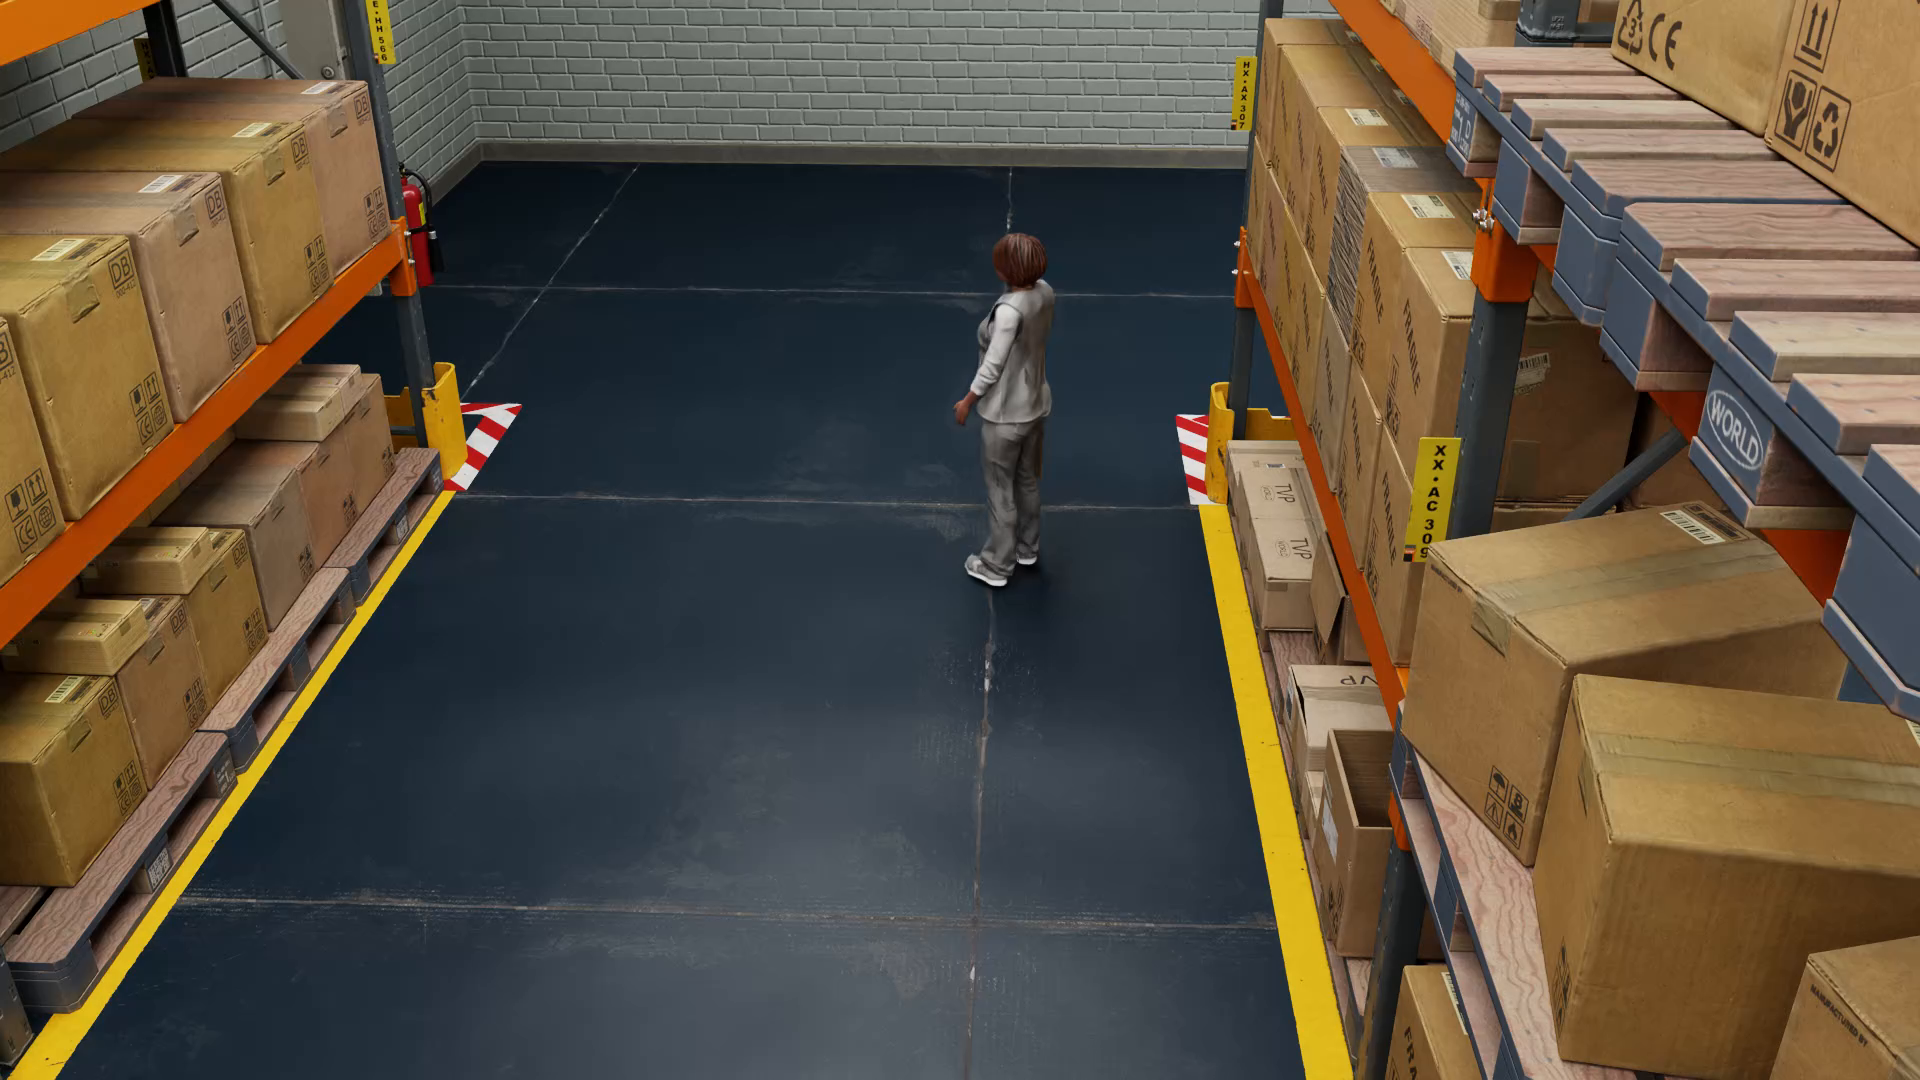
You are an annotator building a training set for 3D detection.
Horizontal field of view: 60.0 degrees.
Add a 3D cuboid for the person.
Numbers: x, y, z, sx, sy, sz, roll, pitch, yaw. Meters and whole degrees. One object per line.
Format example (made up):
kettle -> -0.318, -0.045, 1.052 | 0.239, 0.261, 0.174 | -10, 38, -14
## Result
person -> 0.205, -0.564, 7.139 | 0.396, 1.608, 0.472 | 14, 31, 24
